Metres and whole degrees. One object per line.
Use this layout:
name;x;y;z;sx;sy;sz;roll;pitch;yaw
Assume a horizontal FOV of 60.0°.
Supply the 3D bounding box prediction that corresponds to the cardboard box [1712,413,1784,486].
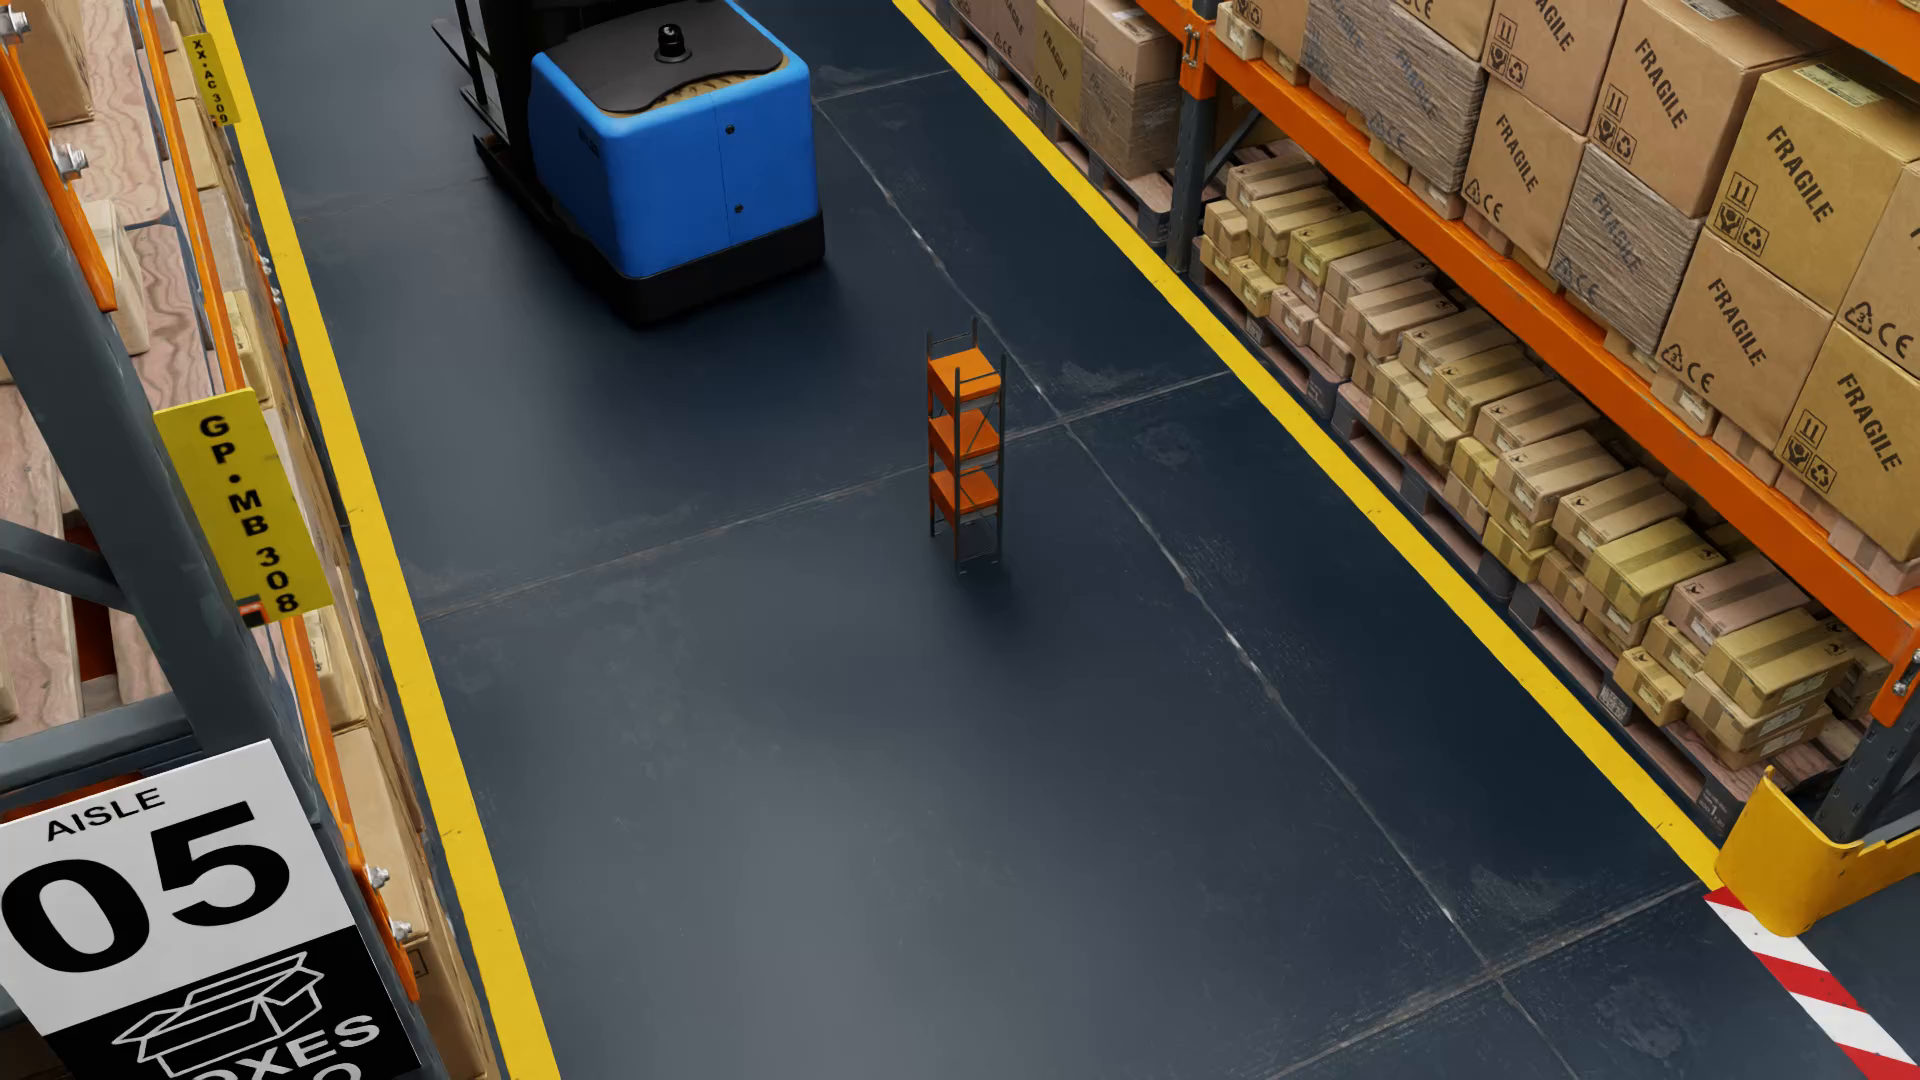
cardboard box;2.579;-0.347;5.145;0.380;0.149;0.250;-18;48;-18

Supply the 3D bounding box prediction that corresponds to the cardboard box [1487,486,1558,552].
cardboard box;2.231;-0.136;6.272;0.380;0.149;0.250;-17;47;-17

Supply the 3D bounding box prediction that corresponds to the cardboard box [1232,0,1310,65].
cardboard box;1.459;-2.288;6.650;0.500;0.500;0.500;-19;48;-18

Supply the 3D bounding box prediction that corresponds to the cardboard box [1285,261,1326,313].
cardboard box;1.665;-1.172;7.321;0.380;0.149;0.250;-18;47;-18

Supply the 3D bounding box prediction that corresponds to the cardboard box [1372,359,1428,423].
cardboard box;1.919;-0.637;6.779;0.380;0.149;0.250;-18;48;-18

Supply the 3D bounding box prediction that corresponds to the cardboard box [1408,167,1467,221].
cardboard box;1.900;-1.345;6.156;0.380;0.149;0.250;-16;47;-16

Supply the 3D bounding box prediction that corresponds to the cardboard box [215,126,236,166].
cardboard box;-2.898;-1.498;5.883;0.500;0.250;0.500;-19;48;-19

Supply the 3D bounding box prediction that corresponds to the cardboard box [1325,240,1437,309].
cardboard box;1.780;-1.103;7.039;0.380;0.149;0.250;-19;48;-18

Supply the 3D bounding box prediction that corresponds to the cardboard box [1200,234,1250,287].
cardboard box;1.341;-1.344;7.707;0.380;0.149;0.250;-20;48;-19

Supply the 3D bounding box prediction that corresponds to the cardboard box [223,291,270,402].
cardboard box;-1.799;-0.392;3.767;0.380;0.149;0.250;-19;48;-18

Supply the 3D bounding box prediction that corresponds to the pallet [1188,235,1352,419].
pallet;1.794;-1.126;7.741;1.003;0.211;1.213;-18;47;-17

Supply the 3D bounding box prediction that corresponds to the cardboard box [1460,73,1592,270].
cardboard box;2.105;-1.310;5.659;0.500;0.500;0.500;-16;47;-15

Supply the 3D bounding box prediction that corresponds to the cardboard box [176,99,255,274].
cardboard box;-2.314;-0.856;4.699;0.500;0.500;0.500;-19;48;-18

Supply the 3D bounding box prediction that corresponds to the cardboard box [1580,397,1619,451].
cardboard box;2.568;-0.455;6.595;0.380;0.149;0.250;-16;47;-15

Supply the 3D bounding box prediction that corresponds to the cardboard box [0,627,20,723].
cardboard box;-1.558;0.080;2.135;0.500;0.250;0.500;-22;49;-21

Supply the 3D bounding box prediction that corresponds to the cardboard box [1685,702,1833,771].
cardboard box;2.751;0.604;5.733;0.380;0.149;0.250;-17;47;-17

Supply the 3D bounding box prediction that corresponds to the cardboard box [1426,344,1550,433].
cardboard box;2.071;-0.598;6.528;0.380;0.149;0.250;-18;47;-17

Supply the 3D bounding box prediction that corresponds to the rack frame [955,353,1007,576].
rack frame;0.074;-0.262;6.268;0.200;1.050;0.008;-18;47;-17

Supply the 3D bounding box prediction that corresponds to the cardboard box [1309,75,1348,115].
cardboard box;1.638;-1.872;6.691;0.380;0.149;0.250;-20;48;-19

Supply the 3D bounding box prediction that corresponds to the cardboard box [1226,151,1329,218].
cardboard box;1.437;-1.602;7.545;0.380;0.149;0.250;-16;47;-16

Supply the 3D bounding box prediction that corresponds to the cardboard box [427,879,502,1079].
cardboard box;-1.228;1.113;3.415;0.500;0.500;0.500;-18;48;-18

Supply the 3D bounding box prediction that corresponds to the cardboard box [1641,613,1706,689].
cardboard box;2.620;0.338;5.791;0.380;0.149;0.250;-19;48;-18

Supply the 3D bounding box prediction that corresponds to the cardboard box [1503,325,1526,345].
cardboard box;2.481;-0.923;6.857;0.380;0.149;0.250;-20;48;-19

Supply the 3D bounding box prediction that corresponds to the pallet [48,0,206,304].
pallet;-2.125;-0.745;3.297;1.003;0.211;1.213;-18;47;-17

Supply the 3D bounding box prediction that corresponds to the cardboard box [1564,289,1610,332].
cardboard box;2.306;-0.869;5.674;0.380;0.149;0.250;-20;48;-19

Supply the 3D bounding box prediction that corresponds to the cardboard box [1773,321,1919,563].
cardboard box;2.739;-0.339;4.675;0.500;0.500;0.500;-17;47;-17

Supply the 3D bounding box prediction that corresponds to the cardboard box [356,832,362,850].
cardboard box;-1.185;0.609;2.752;0.380;0.149;0.250;-17;47;-17

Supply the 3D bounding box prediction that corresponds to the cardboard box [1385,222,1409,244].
cardboard box;2.120;-1.425;7.366;0.380;0.149;0.250;-18;48;-18

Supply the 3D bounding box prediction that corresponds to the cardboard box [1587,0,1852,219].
cardboard box;2.304;-1.354;4.992;0.500;0.500;0.500;-16;47;-15

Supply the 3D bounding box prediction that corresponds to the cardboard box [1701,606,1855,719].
cardboard box;2.709;0.404;5.512;0.380;0.149;0.250;-18;47;-17

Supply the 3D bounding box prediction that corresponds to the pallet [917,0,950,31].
pallet;0.125;-3.594;10.242;1.003;0.211;1.213;-18;47;-17

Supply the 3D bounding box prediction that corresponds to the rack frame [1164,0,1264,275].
rack frame;1.480;-2.536;7.185;1.000;3.000;0.127;-18;47;-17

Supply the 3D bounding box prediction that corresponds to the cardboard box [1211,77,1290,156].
cardboard box;1.410;-2.345;8.472;0.500;0.500;0.500;-16;47;-16

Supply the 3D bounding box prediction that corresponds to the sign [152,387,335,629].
sign;-0.781;-0.028;1.828;0.100;0.325;0.005;-18;47;-17

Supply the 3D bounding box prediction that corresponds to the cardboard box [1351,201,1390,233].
cardboard box;2.026;-1.501;7.655;0.380;0.149;0.250;-20;48;-19

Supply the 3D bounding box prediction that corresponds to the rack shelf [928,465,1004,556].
rack shelf;0.022;-0.134;6.549;0.215;0.259;0.240;-18;47;-17

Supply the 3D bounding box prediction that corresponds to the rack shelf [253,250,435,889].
rack shelf;-2.128;0.521;4.599;1.077;0.370;4.000;-18;47;-17

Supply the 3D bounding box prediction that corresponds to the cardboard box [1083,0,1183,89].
cardboard box;0.937;-2.463;8.057;0.500;0.250;0.500;-19;48;-18

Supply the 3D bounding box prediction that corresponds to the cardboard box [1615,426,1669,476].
cardboard box;2.747;-0.419;6.347;0.380;0.149;0.250;-16;47;-16

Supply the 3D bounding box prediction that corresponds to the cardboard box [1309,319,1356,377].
cardboard box;1.757;-0.884;7.241;0.380;0.149;0.250;-19;48;-18

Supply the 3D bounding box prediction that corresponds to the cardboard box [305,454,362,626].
cardboard box;-1.890;0.155;4.386;0.500;0.500;0.500;-17;47;-16

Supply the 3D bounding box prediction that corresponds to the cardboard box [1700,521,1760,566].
cardboard box;2.927;0.042;6.091;0.380;0.149;0.250;-17;47;-17

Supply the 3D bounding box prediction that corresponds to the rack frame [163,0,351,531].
rack frame;-2.969;-1.010;5.638;1.000;3.000;0.127;-18;47;-17

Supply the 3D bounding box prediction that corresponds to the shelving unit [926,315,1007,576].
shelving unit;0.022;-0.340;6.347;0.215;1.050;0.252;-18;47;-17

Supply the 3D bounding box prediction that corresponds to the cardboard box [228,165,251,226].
cardboard box;-2.914;-1.315;6.054;0.500;0.250;0.500;-19;48;-18

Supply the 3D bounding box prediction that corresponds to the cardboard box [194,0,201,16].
cardboard box;-4.879;-3.136;9.364;0.950;0.372;0.625;-21;48;-20

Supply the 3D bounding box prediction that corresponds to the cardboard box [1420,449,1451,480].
cardboard box;2.104;-0.384;6.735;0.380;0.149;0.250;-17;47;-16

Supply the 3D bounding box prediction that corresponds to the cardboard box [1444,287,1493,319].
cardboard box;2.296;-0.990;7.137;0.380;0.149;0.250;-17;47;-16

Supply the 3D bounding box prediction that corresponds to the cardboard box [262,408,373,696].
cardboard box;-1.677;0.105;3.725;0.500;0.500;0.500;-18;48;-18

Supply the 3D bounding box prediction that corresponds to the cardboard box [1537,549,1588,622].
cardboard box;2.403;0.123;6.220;0.380;0.149;0.250;-18;47;-17

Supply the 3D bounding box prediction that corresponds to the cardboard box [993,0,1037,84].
cardboard box;0.513;-2.848;8.982;0.500;0.500;0.500;-19;48;-18

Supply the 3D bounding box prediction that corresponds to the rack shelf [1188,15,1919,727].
rack shelf;2.321;-1.005;6.146;1.077;0.370;4.000;-18;47;-17

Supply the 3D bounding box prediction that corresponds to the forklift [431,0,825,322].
forklift;-1.881;-3.059;7.764;1.130;2.935;3.031;-25;50;-23

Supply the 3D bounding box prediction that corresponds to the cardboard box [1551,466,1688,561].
cardboard box;2.380;-0.084;6.007;0.380;0.149;0.250;-20;48;-19

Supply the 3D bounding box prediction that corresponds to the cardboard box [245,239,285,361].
cardboard box;-2.542;-0.825;5.380;0.500;0.500;0.500;-18;47;-17

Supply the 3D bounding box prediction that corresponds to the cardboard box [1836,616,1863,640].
cardboard box;3.250;0.232;5.686;0.380;0.149;0.250;-20;48;-19
